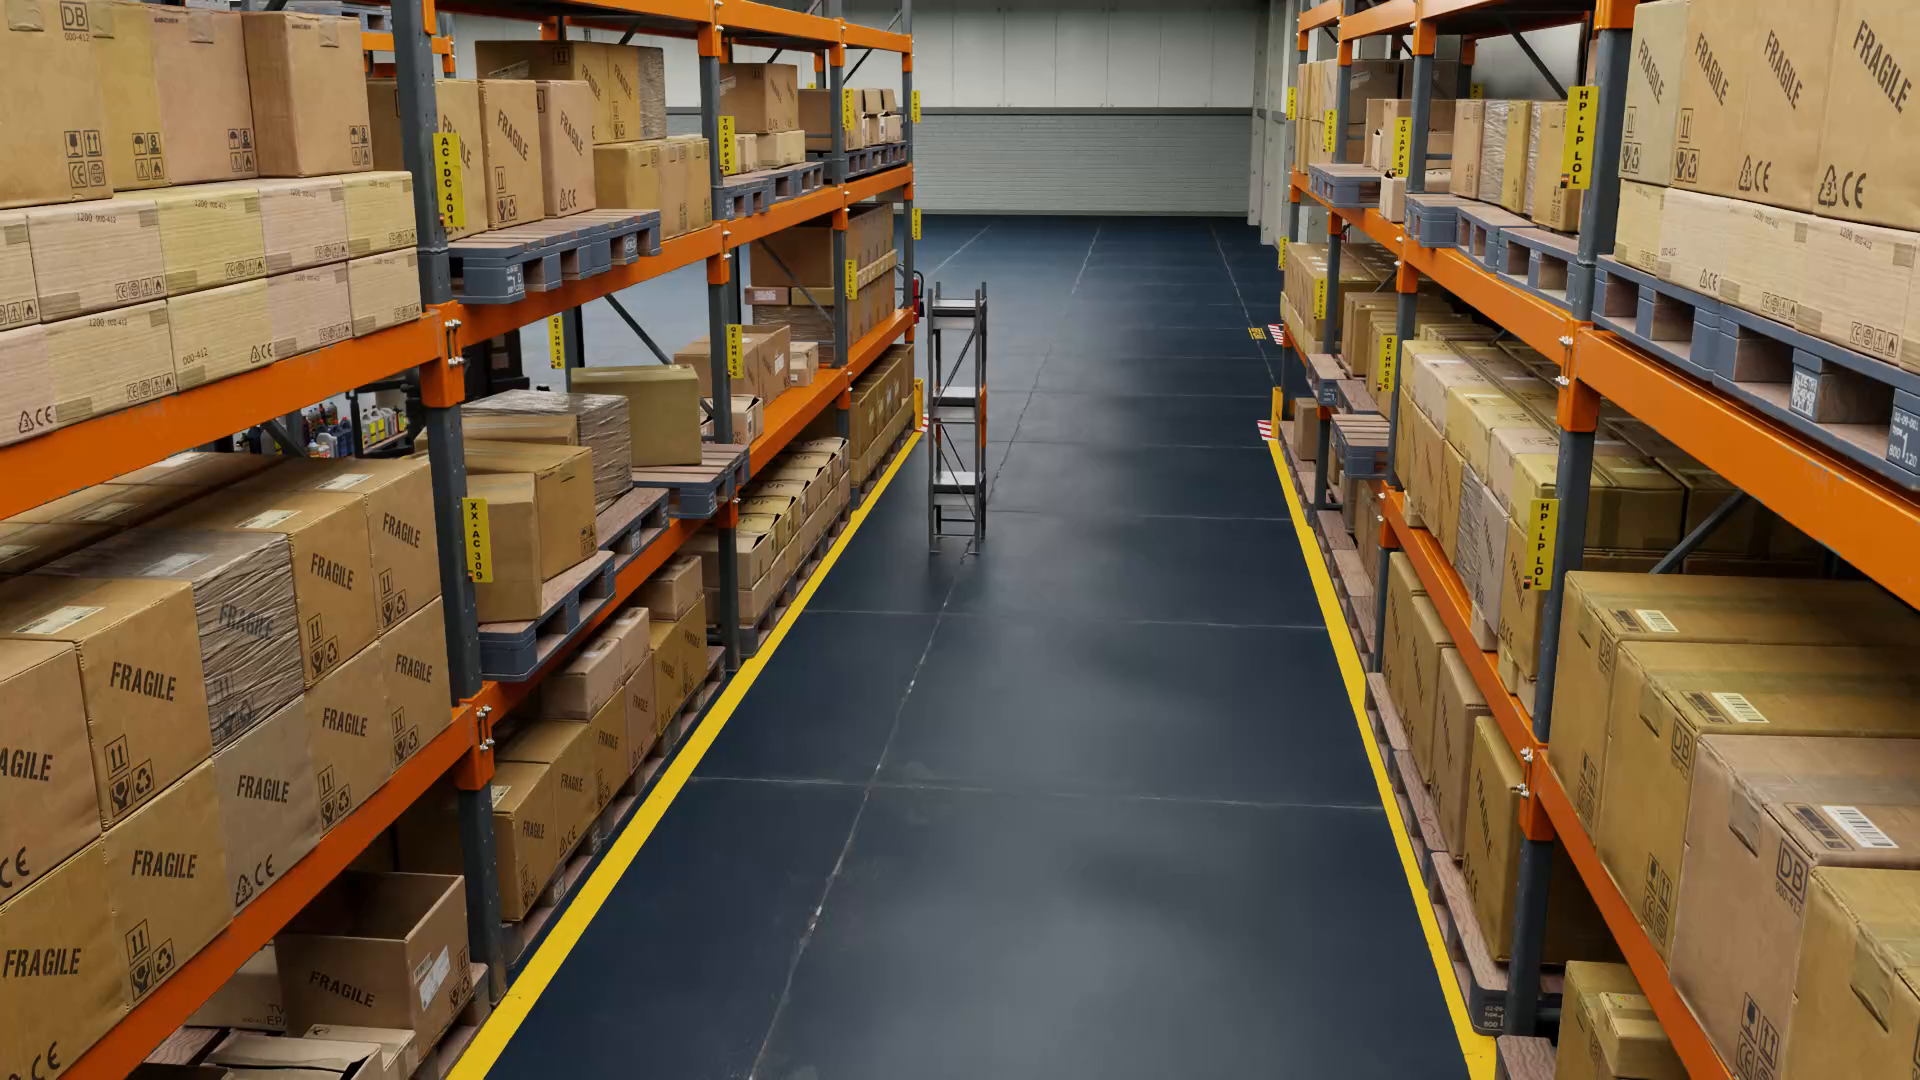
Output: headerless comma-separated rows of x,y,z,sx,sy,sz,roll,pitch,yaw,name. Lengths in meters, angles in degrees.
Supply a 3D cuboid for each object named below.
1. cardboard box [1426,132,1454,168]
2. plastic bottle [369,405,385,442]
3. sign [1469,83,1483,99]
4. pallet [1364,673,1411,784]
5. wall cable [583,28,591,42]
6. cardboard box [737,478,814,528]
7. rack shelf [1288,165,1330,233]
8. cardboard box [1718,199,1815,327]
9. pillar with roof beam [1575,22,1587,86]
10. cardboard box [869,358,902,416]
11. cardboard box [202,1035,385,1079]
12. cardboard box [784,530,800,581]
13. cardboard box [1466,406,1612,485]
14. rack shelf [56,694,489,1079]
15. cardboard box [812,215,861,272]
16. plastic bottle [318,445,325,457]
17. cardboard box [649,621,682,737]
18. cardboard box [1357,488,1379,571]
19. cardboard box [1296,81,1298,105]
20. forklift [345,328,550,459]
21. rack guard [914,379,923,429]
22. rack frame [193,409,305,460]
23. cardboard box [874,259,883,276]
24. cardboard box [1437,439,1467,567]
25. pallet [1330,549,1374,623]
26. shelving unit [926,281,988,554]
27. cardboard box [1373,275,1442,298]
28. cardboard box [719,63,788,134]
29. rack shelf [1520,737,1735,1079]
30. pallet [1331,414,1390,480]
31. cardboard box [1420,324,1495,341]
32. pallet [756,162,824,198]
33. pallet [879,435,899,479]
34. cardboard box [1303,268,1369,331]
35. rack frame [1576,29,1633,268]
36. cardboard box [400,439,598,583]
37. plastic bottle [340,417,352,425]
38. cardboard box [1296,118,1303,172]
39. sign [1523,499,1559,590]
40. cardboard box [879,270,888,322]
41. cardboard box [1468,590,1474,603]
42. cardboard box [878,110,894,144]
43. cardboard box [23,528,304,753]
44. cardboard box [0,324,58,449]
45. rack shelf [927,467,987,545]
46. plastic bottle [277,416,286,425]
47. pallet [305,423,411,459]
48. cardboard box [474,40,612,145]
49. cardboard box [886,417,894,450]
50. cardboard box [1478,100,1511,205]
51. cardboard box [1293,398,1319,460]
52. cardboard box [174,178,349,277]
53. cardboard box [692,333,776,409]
3.255,-2.328,10.542,0.797,0.503,0.637,4,16,14,cardboard box
-5.782,-1.154,16.417,0.144,0.351,0.185,2,15,9,plastic bottle
4.020,-3.397,12.986,0.100,0.325,0.005,2,15,6,sign
2.853,1.061,9.332,1.003,0.211,1.213,2,15,6,pallet
-12.136,-16.042,49.236,2.305,6.003,0.169,2,15,6,wall cable
-1.386,-0.307,12.441,0.500,0.311,0.500,2,15,6,cardboard box
3.694,-3.144,15.174,1.077,0.370,4.000,2,15,6,rack shelf
2.104,-0.640,3.826,0.500,0.250,0.500,1,15,5,cardboard box
-0.254,-3.821,10.555,9.100,9.000,0.400,2,15,6,pillar with roof beam
-0.866,-1.537,16.624,0.500,0.500,0.500,2,15,6,cardboard box
-2.224,1.842,5.413,0.500,0.311,0.500,2,15,6,cardboard box
-1.446,0.100,12.008,0.500,0.250,0.500,1,15,5,cardboard box
2.489,-0.406,7.182,0.500,0.250,0.500,2,15,7,cardboard box
-2.582,1.272,4.591,1.077,0.370,4.000,2,15,6,rack shelf
-1.297,-2.720,15.298,0.700,0.500,0.500,2,15,6,cardboard box
-5.892,-0.774,15.295,0.097,0.201,0.097,0,15,0,plastic bottle
-1.836,0.746,9.102,0.500,0.500,0.500,1,15,4,cardboard box
3.296,-0.072,12.128,0.700,0.500,0.500,2,15,7,cardboard box
3.635,-4.458,16.509,0.500,0.500,0.500,1,15,2,cardboard box
-4.214,-1.289,12.813,1.130,2.935,3.031,15,21,43,forklift
-1.000,-1.506,18.275,1.175,0.500,0.348,2,15,6,rack guard
-6.375,-1.816,14.632,1.000,3.000,0.127,2,15,6,rack frame
-0.973,-2.696,16.451,0.380,0.149,0.250,2,15,8,cardboard box
2.532,-0.171,7.746,0.500,0.500,0.500,2,15,8,cardboard box
3.247,0.341,11.997,1.003,0.211,1.213,2,15,6,pallet
-0.019,-0.971,13.229,0.431,2.100,0.503,2,15,6,shelving unit
3.729,-1.939,13.900,0.500,0.500,0.500,1,15,5,cardboard box
-1.604,-3.302,12.428,0.500,0.500,0.500,3,15,12,cardboard box
2.340,1.416,4.055,1.077,0.370,4.000,2,15,6,rack shelf
2.992,-0.582,10.437,1.213,0.211,1.003,2,15,6,pallet
3.048,-1.235,10.206,0.380,0.149,0.250,-1,15,-3,cardboard box
-1.541,-2.796,12.875,0.805,0.209,1.217,1,15,4,pallet
-1.188,-0.846,16.385,1.003,0.211,1.213,2,15,6,pallet
3.265,-2.085,14.439,0.500,0.500,0.500,2,15,6,cardboard box
2.566,-2.346,5.097,1.000,3.000,0.127,2,15,6,rack frame
-2.066,-0.142,7.444,0.700,0.500,0.500,4,16,15,cardboard box
-5.953,-1.068,16.240,0.152,0.276,0.135,2,15,6,plastic bottle
3.538,-3.850,16.178,0.500,0.500,0.500,3,15,10,cardboard box
2.025,0.016,5.789,0.100,0.325,0.005,2,15,6,sign
-1.123,-2.498,16.962,0.700,0.500,0.500,2,15,8,cardboard box
2.509,0.238,7.479,0.380,0.149,0.250,1,15,5,cardboard box
-0.933,-3.931,15.806,0.500,0.311,0.500,4,16,13,cardboard box
-2.269,0.277,4.784,0.500,0.500,0.500,2,15,7,cardboard box
-2.373,-0.317,3.630,0.500,0.250,0.500,2,15,6,cardboard box
-0.019,-0.282,13.415,0.431,0.518,0.480,2,15,6,rack shelf
-6.531,-1.059,16.064,0.144,0.351,0.185,2,15,6,plastic bottle
-6.123,-0.960,16.809,1.003,0.211,1.213,2,15,6,pallet
-2.076,-2.233,8.321,0.500,0.500,0.500,2,15,6,cardboard box
-0.927,-1.045,16.243,0.500,0.250,0.500,2,15,6,cardboard box
3.012,-1.929,8.269,0.700,0.500,0.500,1,15,3,cardboard box
3.555,-1.054,15.760,0.700,0.500,0.500,1,15,3,cardboard box
-2.202,-0.948,5.003,0.500,0.250,0.500,2,15,6,cardboard box
-1.673,-1.252,12.355,0.500,0.500,0.500,2,15,6,cardboard box
